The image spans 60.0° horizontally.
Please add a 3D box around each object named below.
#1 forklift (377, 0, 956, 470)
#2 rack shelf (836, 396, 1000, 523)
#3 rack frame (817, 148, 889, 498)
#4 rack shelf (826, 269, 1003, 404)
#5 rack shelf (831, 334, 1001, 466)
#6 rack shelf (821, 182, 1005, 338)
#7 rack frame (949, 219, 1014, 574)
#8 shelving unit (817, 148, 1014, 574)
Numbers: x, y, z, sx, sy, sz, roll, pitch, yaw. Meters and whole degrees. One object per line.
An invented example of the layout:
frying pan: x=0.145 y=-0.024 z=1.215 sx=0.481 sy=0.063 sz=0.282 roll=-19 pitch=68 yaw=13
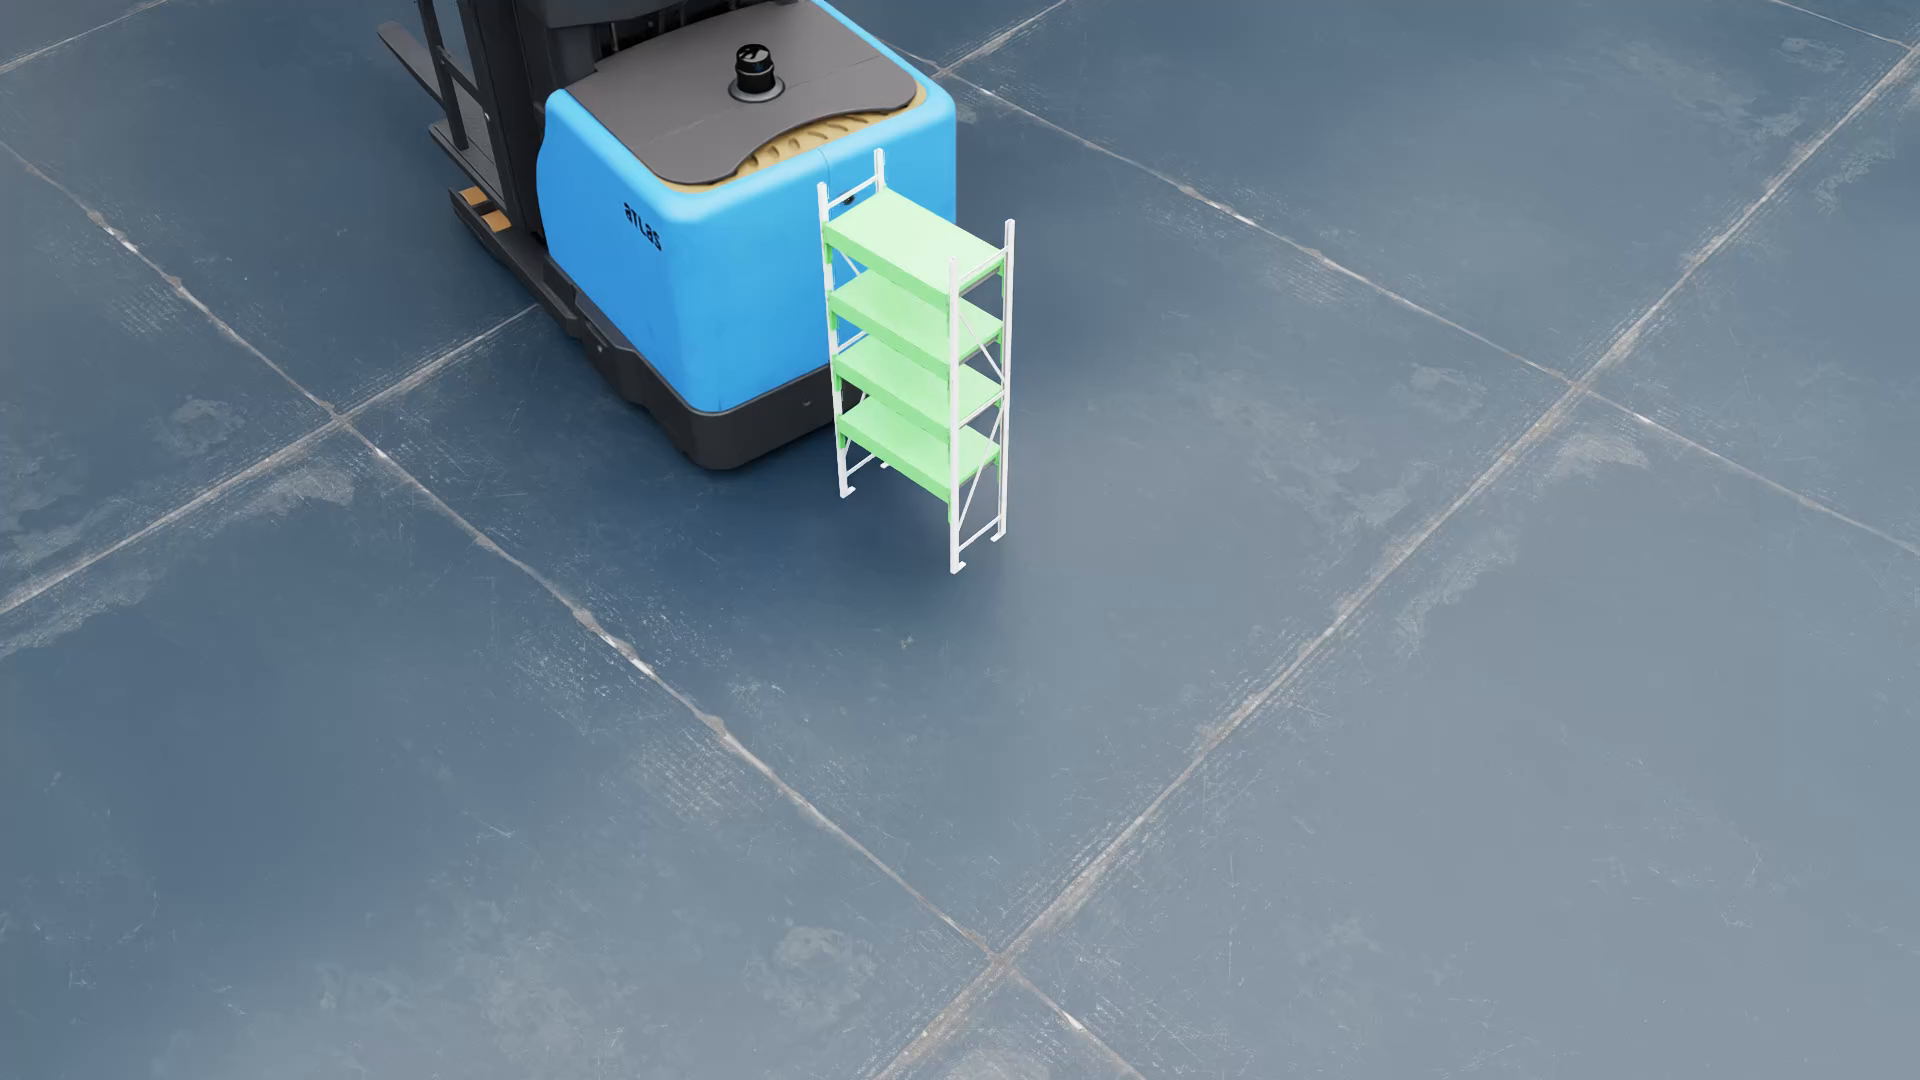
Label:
forklift: x=-1.276 y=-2.262 z=5.363 sx=1.130 sy=2.935 sz=3.031 roll=-28 pitch=53 yaw=-24
rack shelf: x=-0.122 y=-0.285 z=5.111 sx=0.480 sy=0.148 sz=0.258 roll=34 pitch=55 yaw=28
rack frame: x=-0.301 y=-0.613 z=5.003 sx=0.015 sy=1.200 sz=0.240 roll=34 pitch=55 yaw=28
rack shelf: x=-0.122 y=-0.613 z=4.761 sx=0.480 sy=0.148 sz=0.258 roll=34 pitch=55 yaw=28
rack shelf: x=-0.122 y=-0.449 z=4.936 sx=0.480 sy=0.148 sz=0.258 roll=34 pitch=55 yaw=28
rack shelf: x=-0.122 y=-0.777 z=4.586 sx=0.480 sy=0.148 sz=0.258 roll=34 pitch=55 yaw=28
rack frame: x=0.058 y=-0.372 z=4.776 sx=0.015 sy=1.200 sz=0.240 roll=34 pitch=55 yaw=28
shelving unit: x=-0.122 y=-0.493 z=4.889 sx=0.503 sy=1.200 sz=0.258 roll=34 pitch=55 yaw=28
